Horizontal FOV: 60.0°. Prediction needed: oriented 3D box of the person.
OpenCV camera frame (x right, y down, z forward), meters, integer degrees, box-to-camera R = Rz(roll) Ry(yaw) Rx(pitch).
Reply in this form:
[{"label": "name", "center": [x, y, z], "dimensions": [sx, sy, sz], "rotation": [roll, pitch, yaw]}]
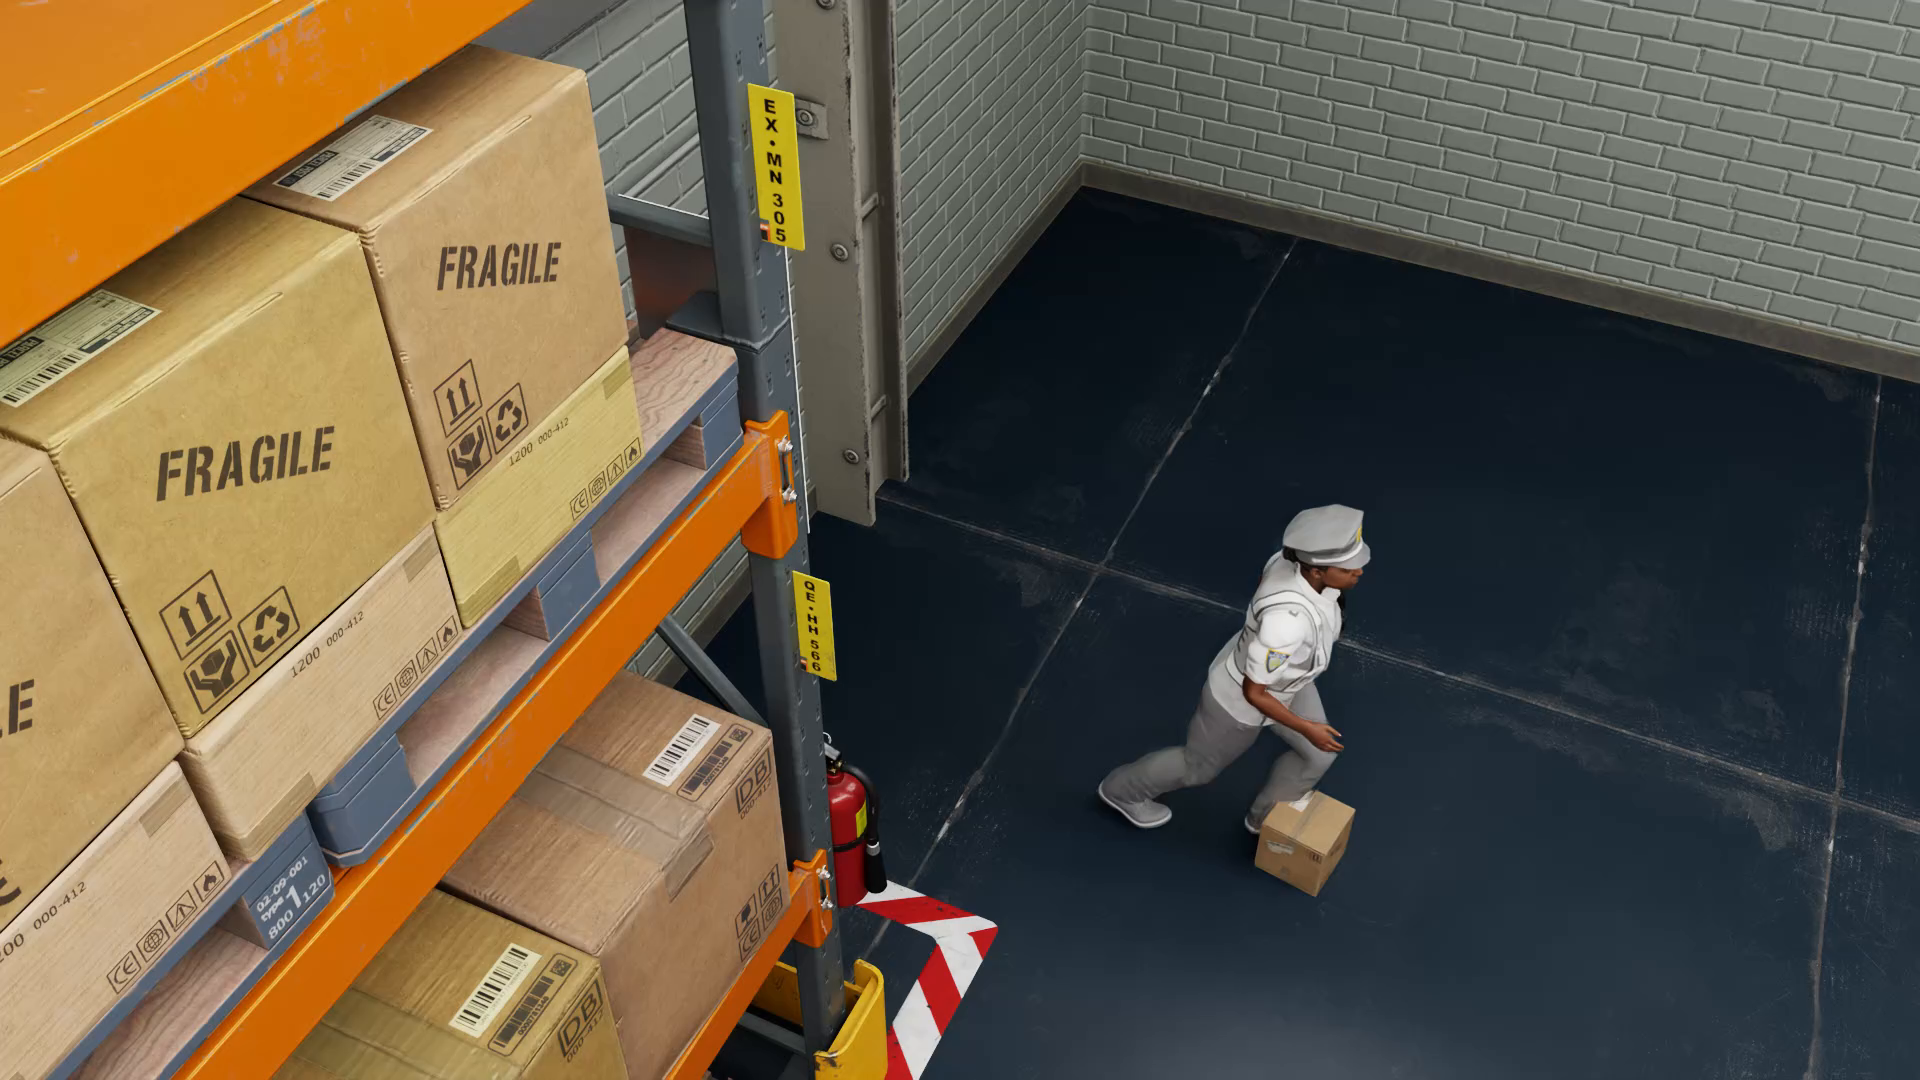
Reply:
[{"label": "person", "center": [2.806, 4.742, 0.799], "dimensions": [10.882, 1.827, 9.534], "rotation": [23, 47, 23]}]
